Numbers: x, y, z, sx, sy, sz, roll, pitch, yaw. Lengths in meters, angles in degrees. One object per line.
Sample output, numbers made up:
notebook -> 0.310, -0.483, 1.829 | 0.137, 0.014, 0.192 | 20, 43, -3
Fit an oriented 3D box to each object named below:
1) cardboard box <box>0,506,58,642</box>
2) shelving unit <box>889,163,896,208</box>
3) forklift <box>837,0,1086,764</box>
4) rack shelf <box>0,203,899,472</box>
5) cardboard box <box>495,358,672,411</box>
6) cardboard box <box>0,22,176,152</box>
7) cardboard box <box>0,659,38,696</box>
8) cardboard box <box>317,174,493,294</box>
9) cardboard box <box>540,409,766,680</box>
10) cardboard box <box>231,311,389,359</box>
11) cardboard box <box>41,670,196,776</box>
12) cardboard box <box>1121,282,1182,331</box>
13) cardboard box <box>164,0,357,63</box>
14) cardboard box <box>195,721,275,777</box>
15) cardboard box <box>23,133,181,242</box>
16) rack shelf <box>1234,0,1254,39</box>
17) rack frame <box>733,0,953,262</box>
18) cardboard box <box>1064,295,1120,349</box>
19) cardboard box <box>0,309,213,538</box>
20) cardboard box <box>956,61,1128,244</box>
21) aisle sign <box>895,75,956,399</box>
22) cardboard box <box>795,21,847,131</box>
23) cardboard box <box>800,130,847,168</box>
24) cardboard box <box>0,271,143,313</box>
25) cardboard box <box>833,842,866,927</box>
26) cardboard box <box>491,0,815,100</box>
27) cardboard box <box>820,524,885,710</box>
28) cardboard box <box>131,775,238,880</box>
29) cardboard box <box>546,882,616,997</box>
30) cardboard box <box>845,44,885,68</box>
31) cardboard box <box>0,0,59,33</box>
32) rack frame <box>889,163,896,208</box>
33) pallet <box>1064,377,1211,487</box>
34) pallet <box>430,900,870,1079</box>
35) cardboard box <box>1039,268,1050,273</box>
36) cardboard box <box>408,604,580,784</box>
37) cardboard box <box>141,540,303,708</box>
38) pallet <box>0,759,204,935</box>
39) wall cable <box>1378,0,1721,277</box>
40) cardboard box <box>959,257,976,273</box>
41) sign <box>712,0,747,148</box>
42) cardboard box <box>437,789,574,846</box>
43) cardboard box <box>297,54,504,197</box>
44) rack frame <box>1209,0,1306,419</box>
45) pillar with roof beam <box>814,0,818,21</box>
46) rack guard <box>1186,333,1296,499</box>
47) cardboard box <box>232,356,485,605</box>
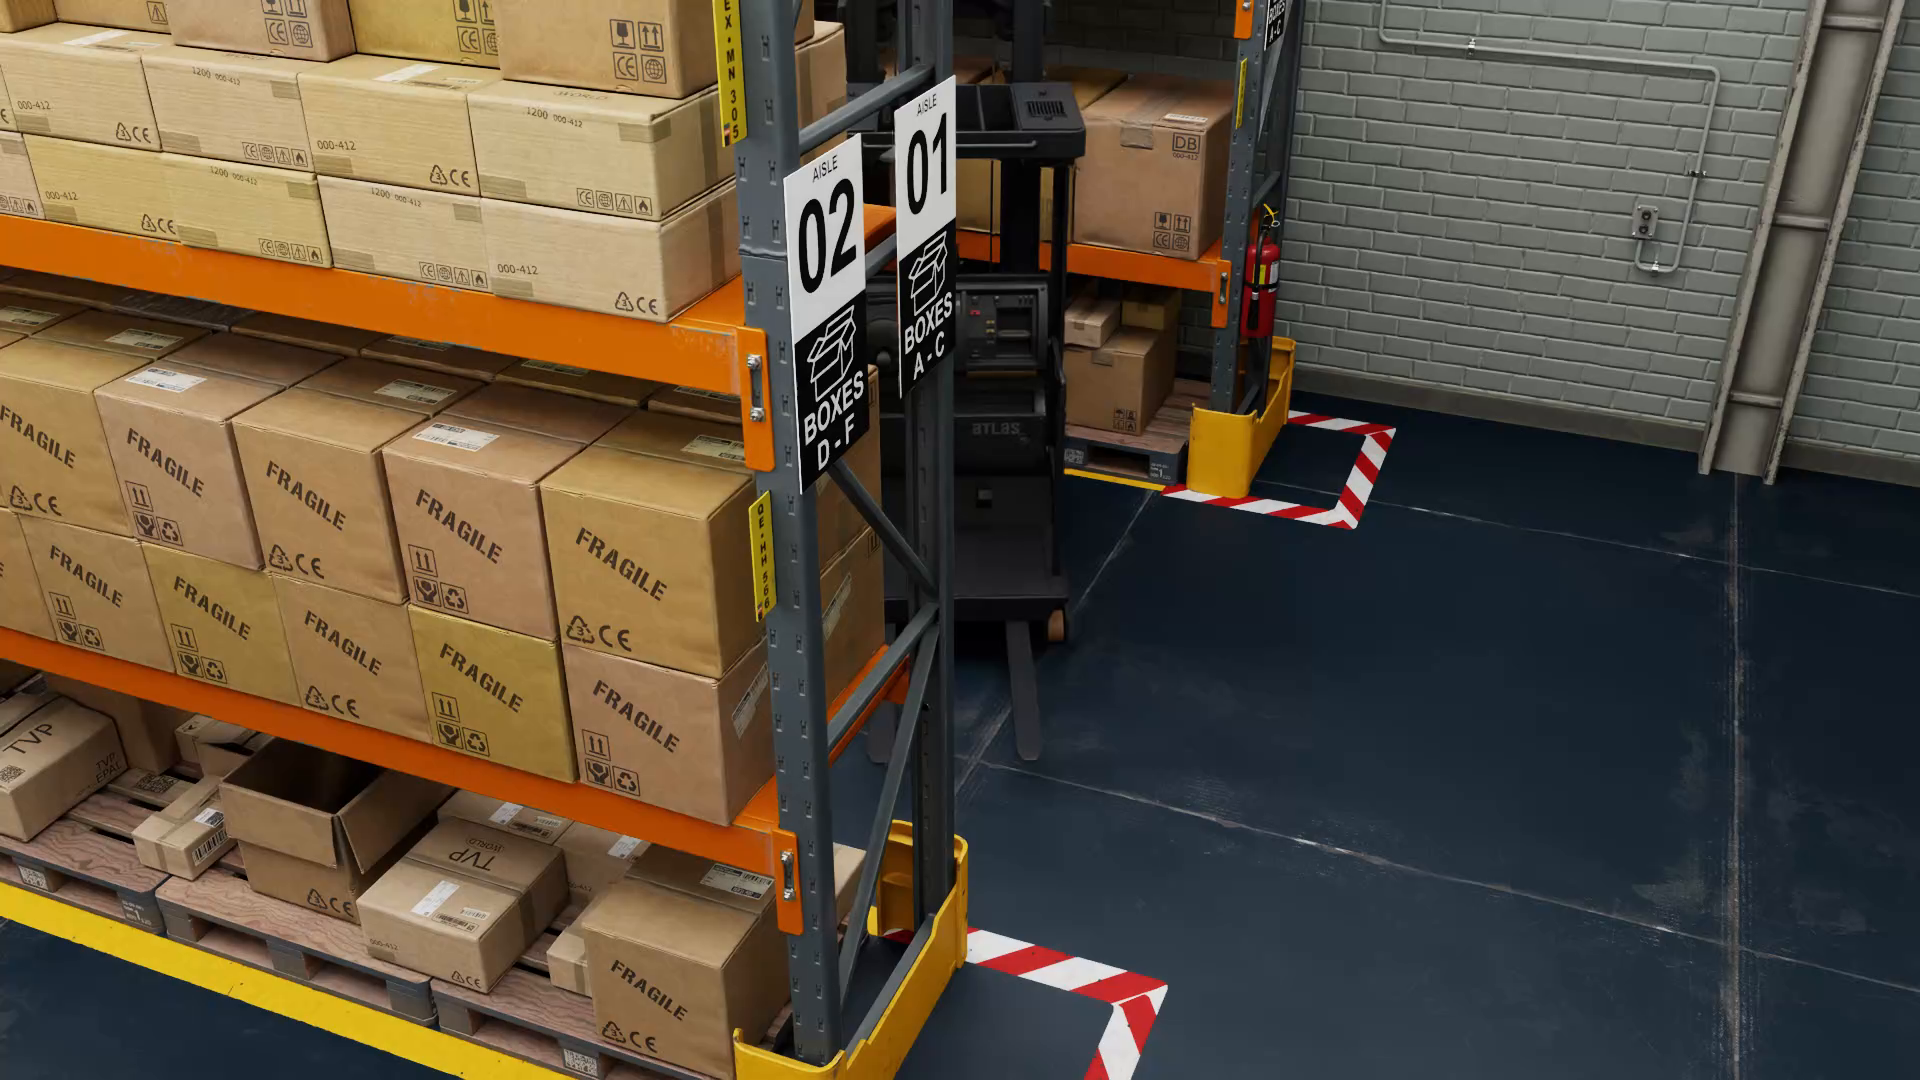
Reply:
cardboard box -> -3.123, -0.037, 5.665 | 0.500, 0.500, 0.500 | 12, 32, 20
shelving unit -> -0.594, -1.486, 9.189 | 0.503, 2.100, 0.431 | 12, 29, 15
forklift -> -0.055, -0.932, 7.421 | 1.130, 2.935, 3.031 | -1, 29, -1
rack shelf -> -2.115, -0.928, 5.025 | 4.000, 0.370, 1.077 | 11, 31, 19
cardboard box -> -1.061, -0.339, 5.184 | 0.500, 0.500, 0.500 | 12, 31, 20
cardboard box -> -2.224, -1.278, 4.558 | 0.500, 0.250, 0.500 | 11, 31, 19
cardboard box -> -4.325, 0.391, 7.103 | 0.500, 0.500, 0.500 | 10, 31, 17
cardboard box -> -1.296, -0.878, 4.358 | 0.500, 0.250, 0.500 | 11, 31, 19
cardboard box -> -0.777, -0.001, 4.585 | 0.500, 0.500, 0.500 | 11, 31, 19
cardboard box -> -1.994, -0.528, 5.517 | 0.500, 0.500, 0.500 | 11, 31, 19
cardboard box -> -3.333, 0.568, 6.790 | 0.500, 0.500, 0.500 | 11, 31, 19
cardboard box -> 1.102, -1.353, 9.550 | 0.250, 0.149, 0.380 | 12, 31, 19
cardboard box -> -1.679, -1.612, 4.387 | 0.500, 0.500, 0.700 | 11, 31, 19
cardboard box -> -2.638, 0.789, 6.591 | 0.500, 0.311, 0.500 | 11, 31, 19
cardboard box -> -2.221, -1.064, 4.688 | 0.500, 0.250, 0.500 | 11, 31, 19
rack shelf -> -0.256, -3.187, 9.023 | 4.000, 0.370, 1.077 | 11, 31, 19
rack frame -> -0.261, -2.177, 3.456 | 0.127, 3.000, 1.000 | 11, 31, 19
cardboard box -> 0.724, -1.226, 9.325 | 0.250, 0.149, 0.380 | 11, 31, 19
cardboard box -> -2.683, -0.378, 5.252 | 0.500, 0.500, 0.500 | 10, 31, 18
cardboard box -> 0.443, -2.174, 9.243 | 0.700, 0.700, 0.980 | 11, 31, 19
aisle sign -> -0.088, -0.818, 4.507 | 0.004, 0.787, 0.394 | 11, 31, 19
cardboard box -> -0.640, -1.237, 4.486 | 0.500, 0.250, 0.500 | 11, 31, 19
cardboard box -> -0.642, -1.016, 4.604 | 0.500, 0.250, 0.500 | 11, 31, 19
cardboard box -> -2.926, -0.715, 5.848 | 0.500, 0.500, 0.500 | 11, 31, 18
cardboard box -> -0.520, 1.251, 5.939 | 0.250, 0.149, 0.380 | 11, 31, 19
cardboard box -> -0.744, -1.437, 4.078 | 0.500, 0.500, 0.700 | 11, 31, 19
cardboard box -> -0.574, 0.189, 5.265 | 0.500, 0.500, 0.500 | 12, 32, 20
cardboard box -> -2.855, 1.069, 6.243 | 0.250, 0.166, 0.380 | 11, 31, 19
cardboard box -> -1.199, 1.373, 5.705 | 0.250, 0.166, 0.380 | 11, 31, 19
cardboard box -> -0.938, -2.449, 9.730 | 0.700, 0.700, 0.980 | 10, 31, 18
cardboard box -> -2.627, -1.770, 4.667 | 0.500, 0.500, 0.700 | 11, 31, 19
rack frame -> -0.364, -1.435, 9.125 | 0.015, 2.100, 0.400 | 12, 29, 15
pallet -> 0.827, -0.722, 9.814 | 1.213, 0.211, 1.003 | 11, 31, 19
pallet -> -1.071, 1.488, 5.903 | 1.213, 0.211, 1.003 | 11, 31, 19
cardboard box -> 0.401, -1.493, 9.797 | 0.250, 0.149, 0.380 | 12, 31, 20
cardboard box -> -1.261, 0.338, 5.001 | 0.500, 0.500, 0.500 | 12, 31, 20
cardboard box -> -2.188, 0.150, 5.334 | 0.500, 0.500, 0.500 | 11, 31, 18
pallet -> -3.332, 1.037, 6.702 | 1.213, 0.211, 1.003 | 11, 31, 19
wall cable -> 3.140, -2.461, 9.023 | 1.851, 1.984, 0.084 | 11, 31, 19
cardboard box -> -0.073, -1.587, 9.964 | 0.250, 0.149, 0.380 | 12, 31, 20
sign -> -0.489, -1.007, 3.535 | 0.005, 0.325, 0.100 | 11, 31, 19
cardboard box -> -1.585, 1.026, 6.234 | 0.500, 0.250, 0.500 | 11, 31, 19
cardboard box -> -1.297, -1.094, 4.233 | 0.500, 0.250, 0.500 | 11, 31, 19
rack frame -> 1.598, -1.824, 8.929 | 0.127, 3.000, 1.000 | 11, 31, 19
pillar with roof beam -> -2.754, -3.478, 5.758 | 0.400, 9.000, 9.100 | 11, 31, 19
rack guard -> 1.620, -0.732, 9.536 | 0.348, 0.500, 1.175 | 11, 31, 19
cardboard box -> -1.728, -0.187, 4.916 | 0.500, 0.500, 0.500 | 12, 32, 20
